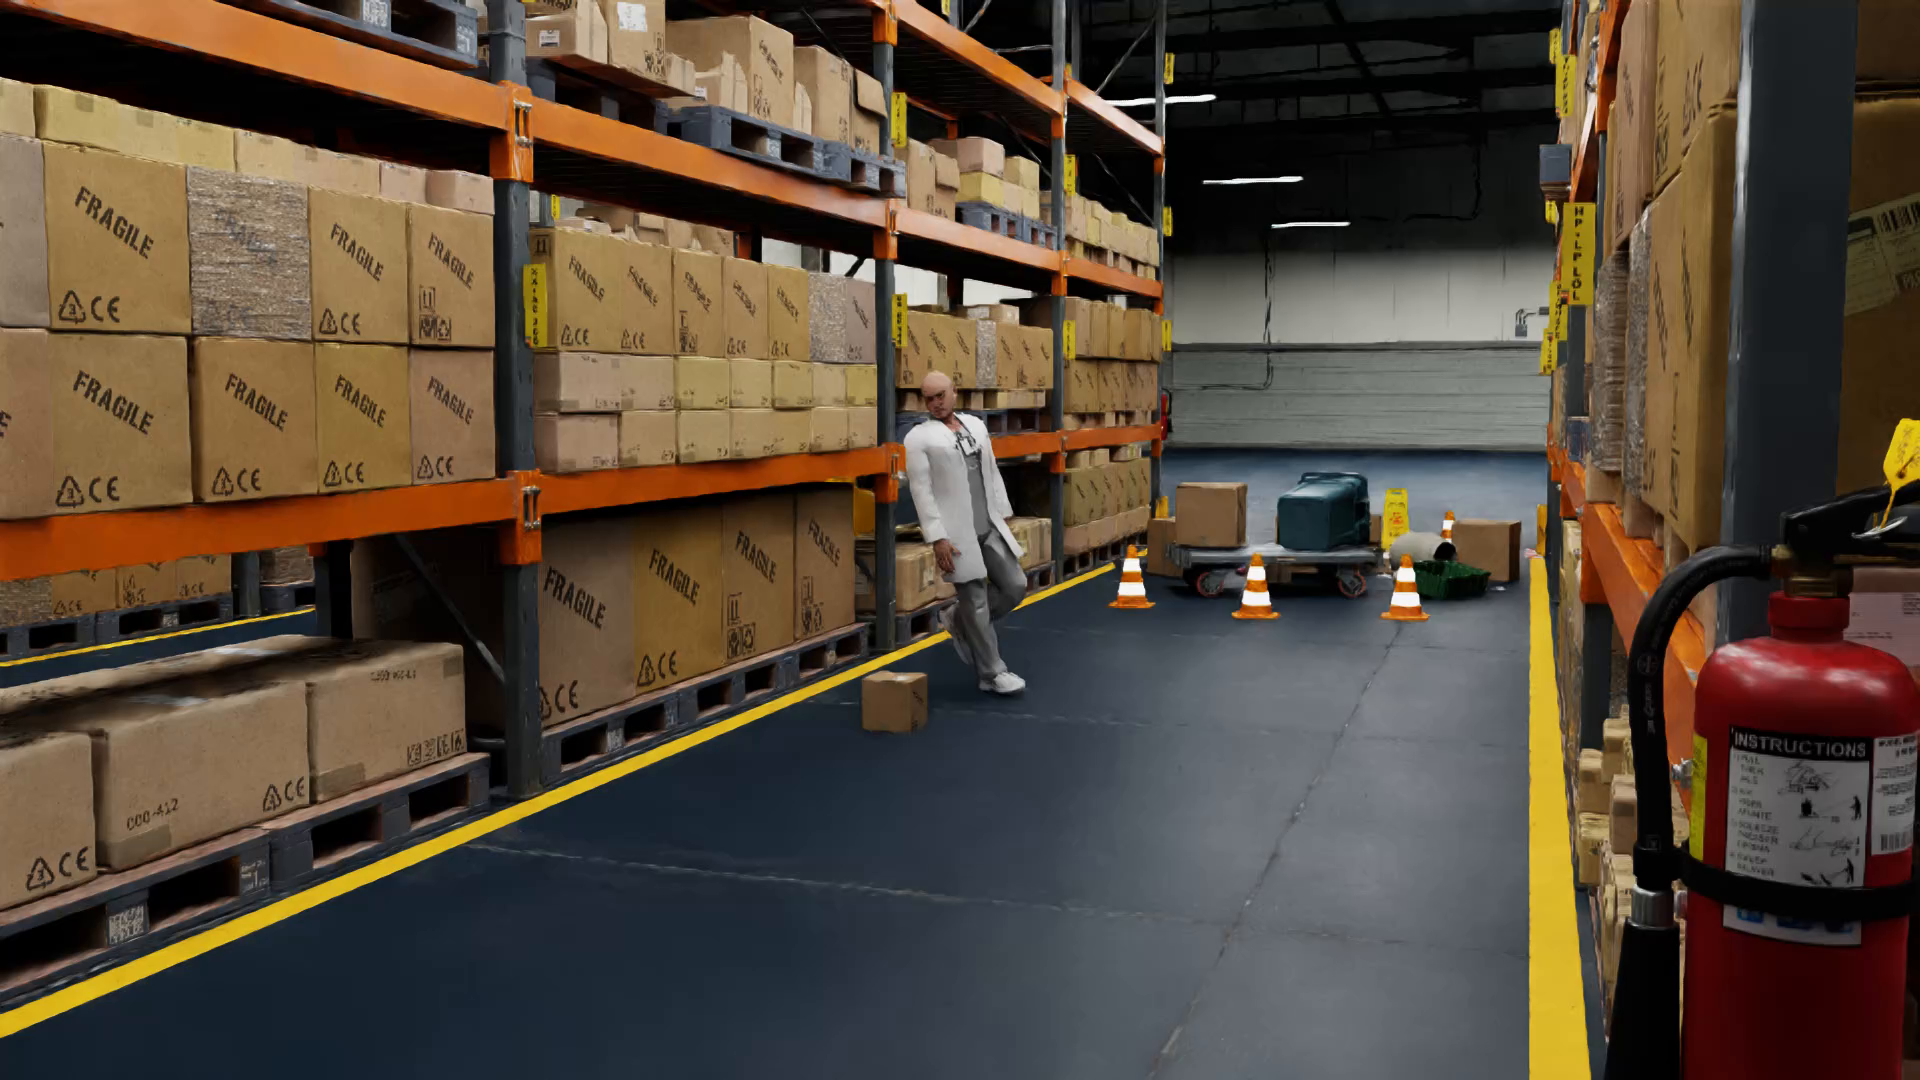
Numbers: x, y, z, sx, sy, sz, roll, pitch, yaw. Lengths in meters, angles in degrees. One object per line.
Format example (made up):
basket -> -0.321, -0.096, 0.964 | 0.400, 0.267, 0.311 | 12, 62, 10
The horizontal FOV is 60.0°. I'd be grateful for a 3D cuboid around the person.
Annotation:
person -> 0.034, -0.039, 8.975 | 0.662, 1.739, 0.696 | 5, 7, 45
